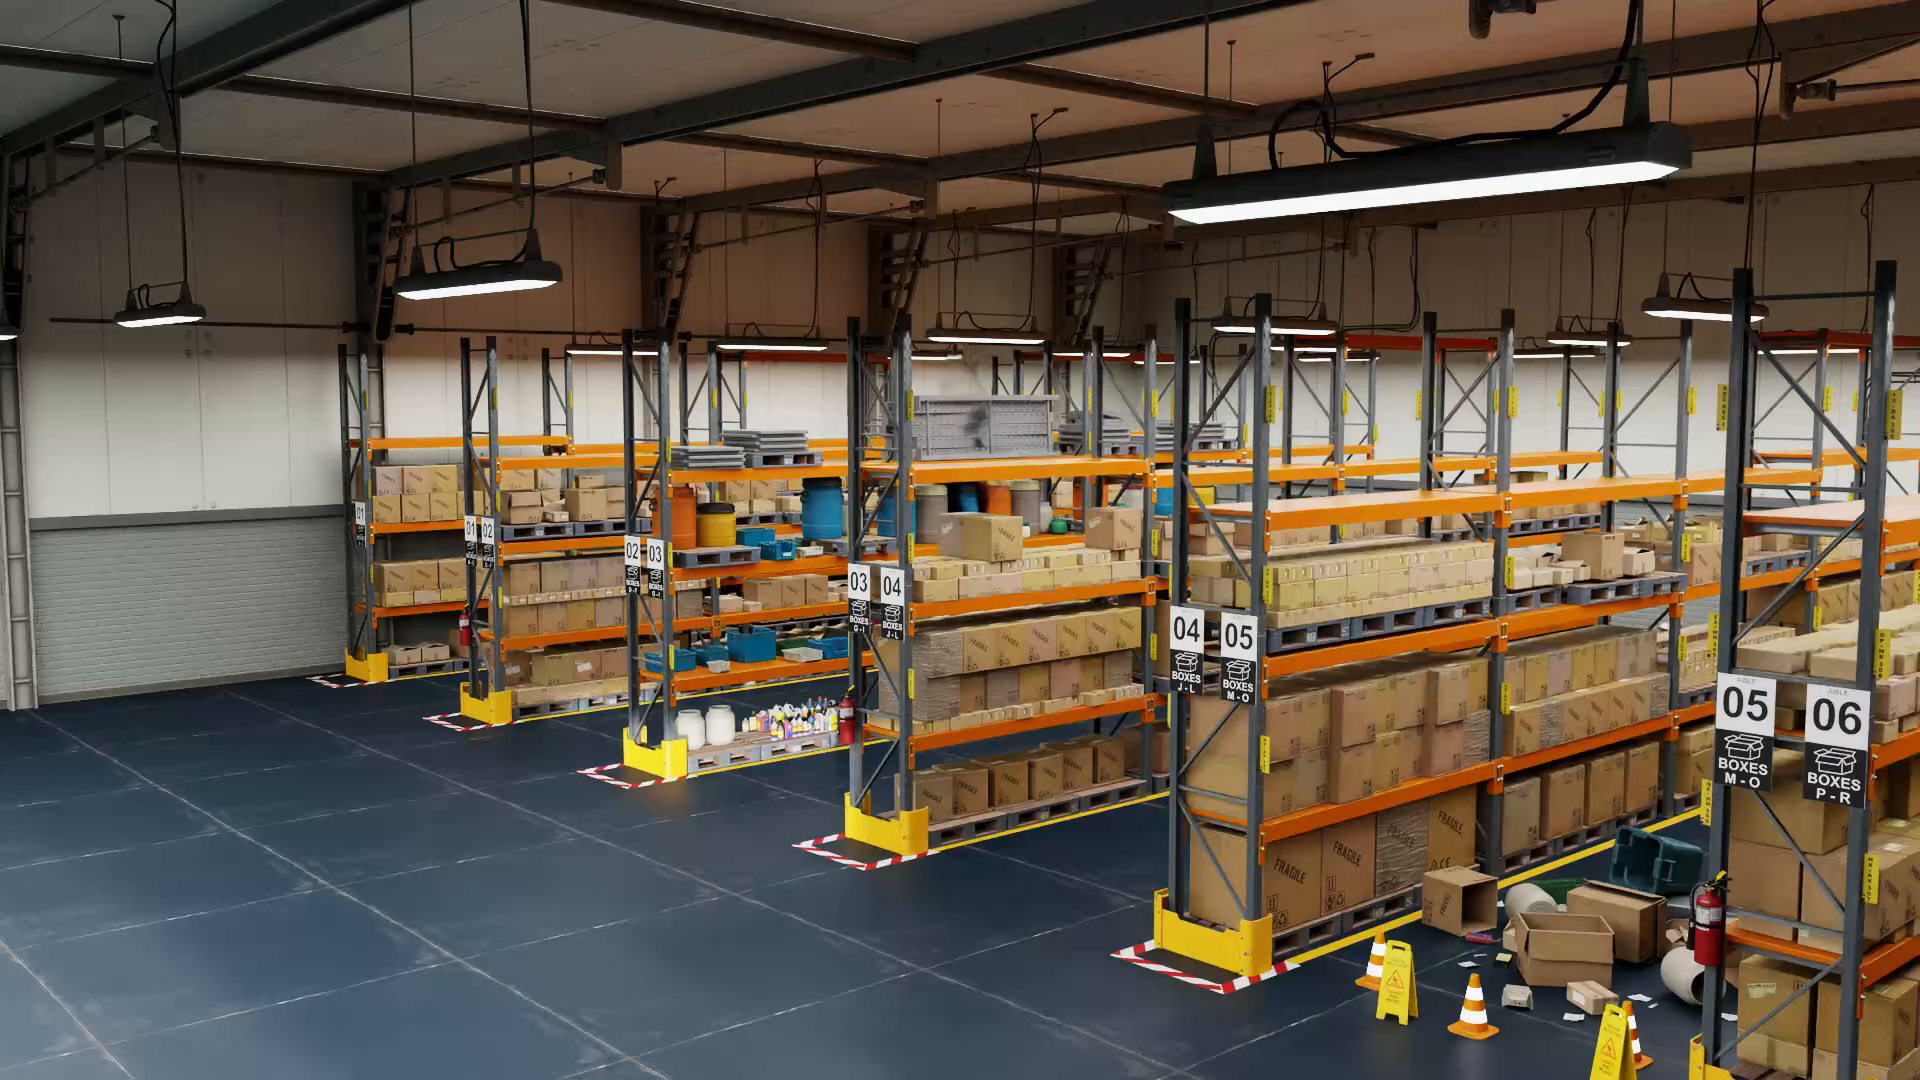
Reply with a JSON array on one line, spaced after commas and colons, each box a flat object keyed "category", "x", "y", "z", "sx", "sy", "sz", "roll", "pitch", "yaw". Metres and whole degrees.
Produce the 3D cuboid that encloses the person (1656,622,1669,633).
[{"category": "person", "x": 10.448, "y": 2.089, "z": 24.662, "sx": 0.620, "sy": 1.746, "sz": 0.667, "roll": -4, "pitch": 7, "yaw": -39}]
